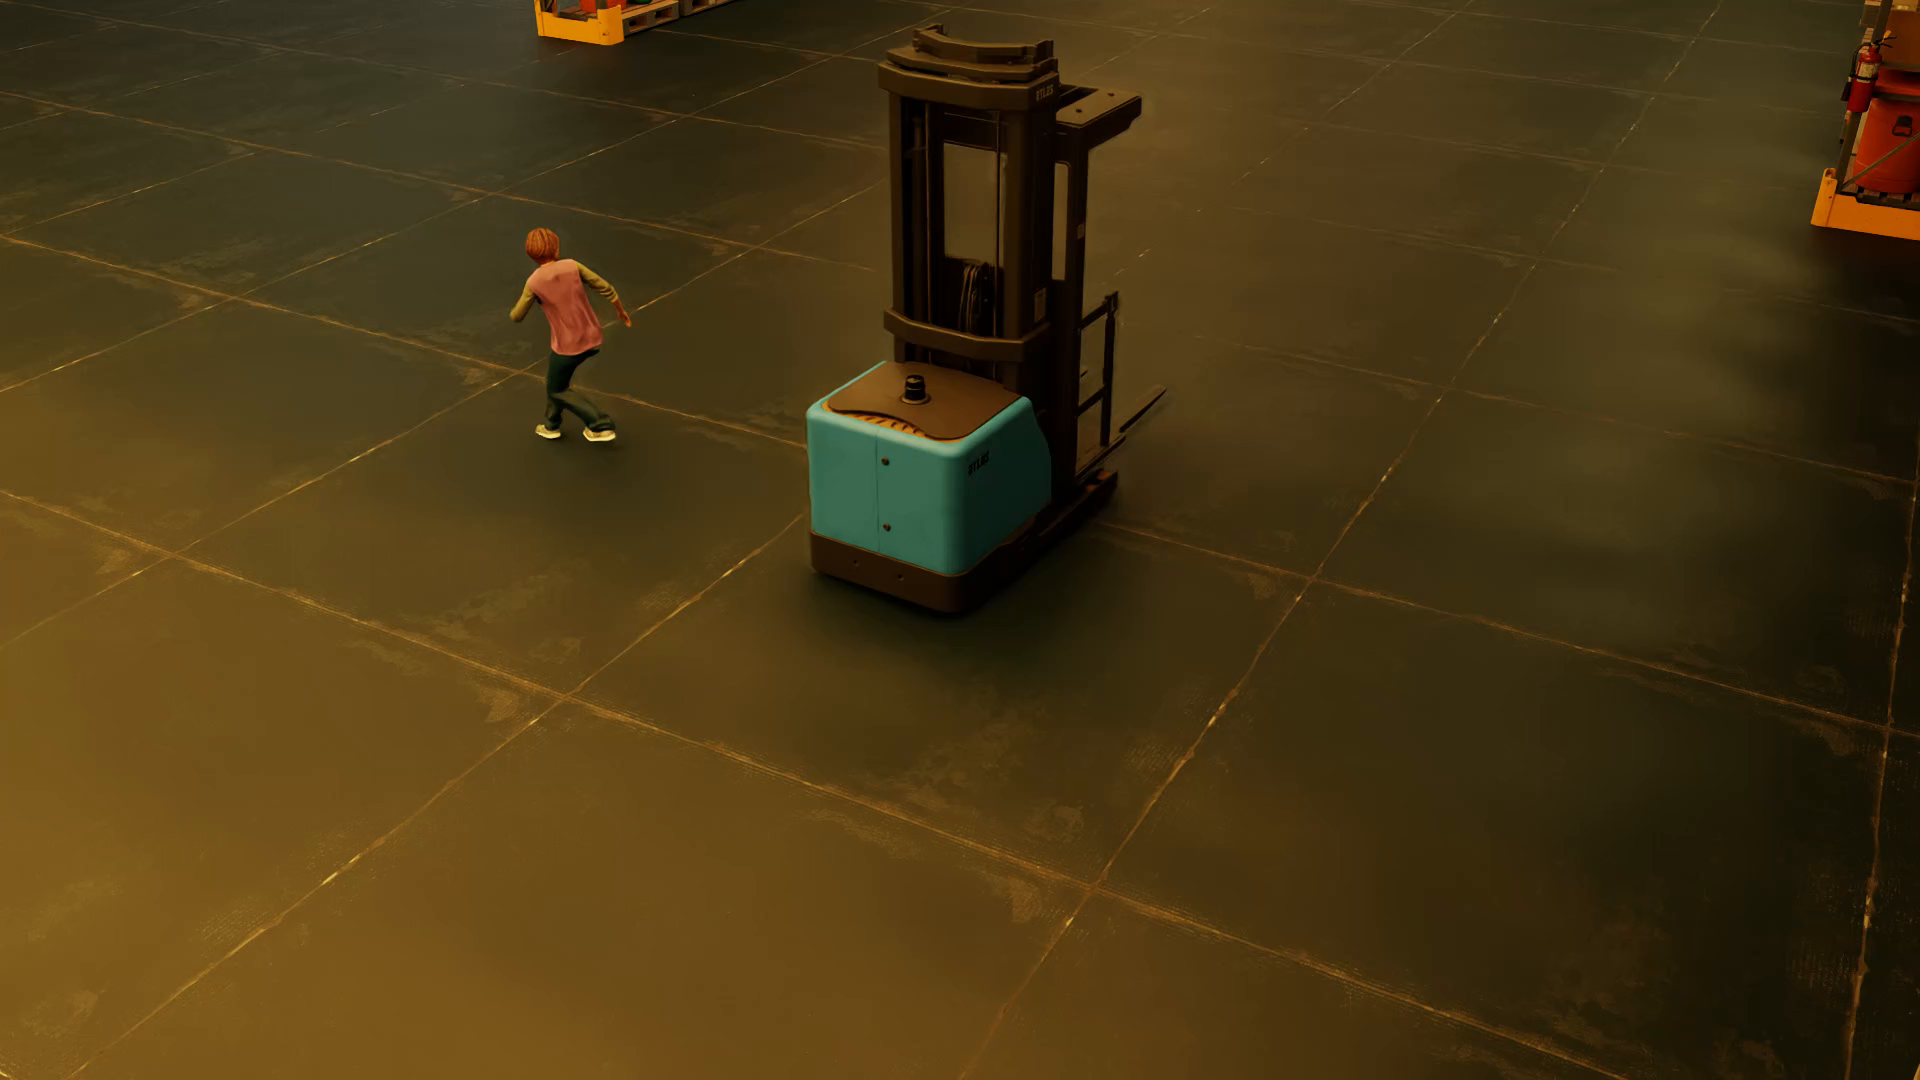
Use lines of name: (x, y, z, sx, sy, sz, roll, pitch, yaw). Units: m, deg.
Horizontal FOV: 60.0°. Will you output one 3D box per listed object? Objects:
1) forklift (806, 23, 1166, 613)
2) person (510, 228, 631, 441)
forklift: (0.336, -1.564, 9.781, 1.130, 2.935, 3.031, 17, 34, 27)
person: (-2.558, -1.354, 10.909, 0.764, 1.479, 0.704, 24, 38, 35)
